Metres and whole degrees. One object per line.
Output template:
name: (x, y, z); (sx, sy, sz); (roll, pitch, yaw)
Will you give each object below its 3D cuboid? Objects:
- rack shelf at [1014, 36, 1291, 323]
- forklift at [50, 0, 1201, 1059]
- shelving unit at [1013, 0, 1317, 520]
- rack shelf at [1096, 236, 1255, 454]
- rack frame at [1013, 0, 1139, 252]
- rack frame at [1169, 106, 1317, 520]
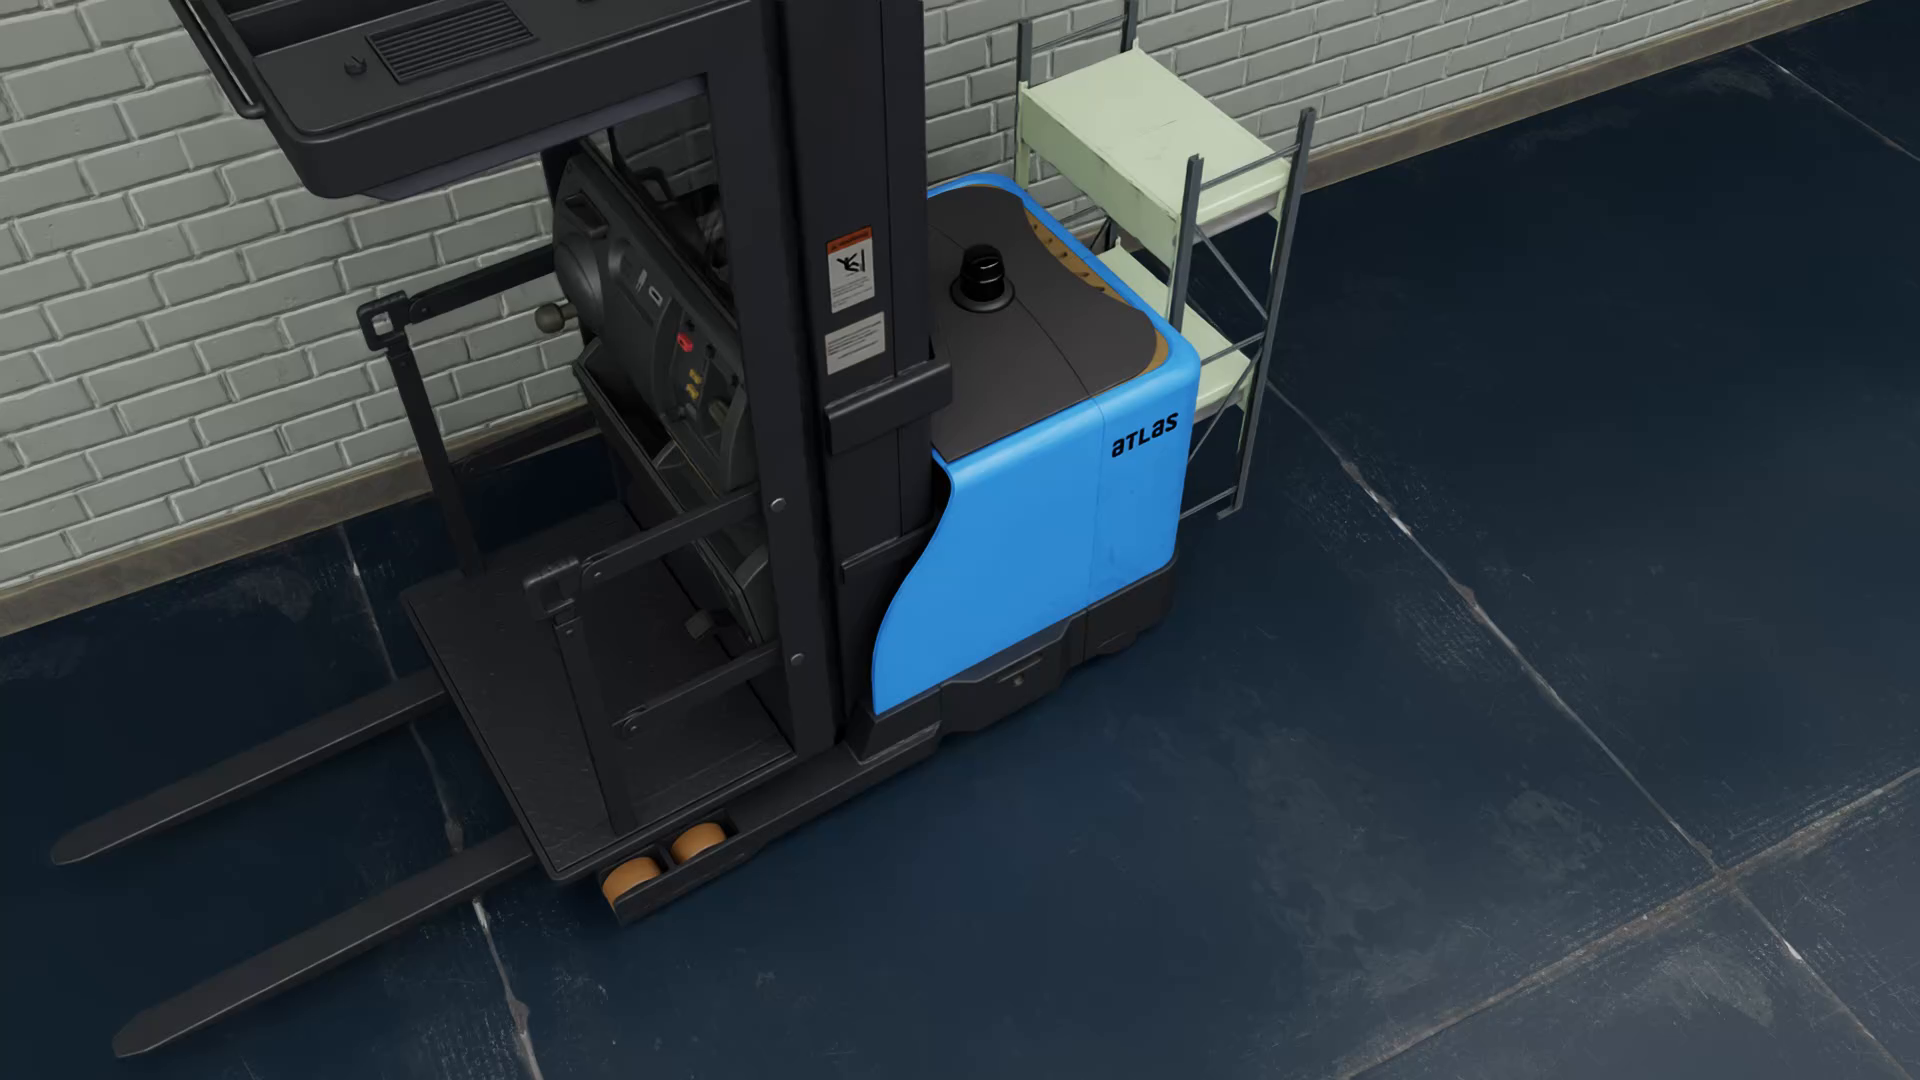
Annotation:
rack shelf: (0.530, -1.007, 4.616); (0.431, 0.370, 0.720); (-26, 54, -21)
forklift: (-0.881, -0.431, 3.680); (3.031, 2.935, 1.130); (-26, 54, -21)
shelving unit: (0.530, -0.750, 4.909); (0.431, 1.500, 0.755); (-26, 54, -21)
rack shelf: (0.530, -0.535, 5.155); (0.431, 0.370, 0.720); (-26, 54, -21)
rack frame: (0.329, -0.980, 5.111); (0.400, 1.500, 0.023); (-26, 54, -21)
rack frame: (0.732, -0.520, 4.708); (0.400, 1.500, 0.023); (-26, 54, -21)
